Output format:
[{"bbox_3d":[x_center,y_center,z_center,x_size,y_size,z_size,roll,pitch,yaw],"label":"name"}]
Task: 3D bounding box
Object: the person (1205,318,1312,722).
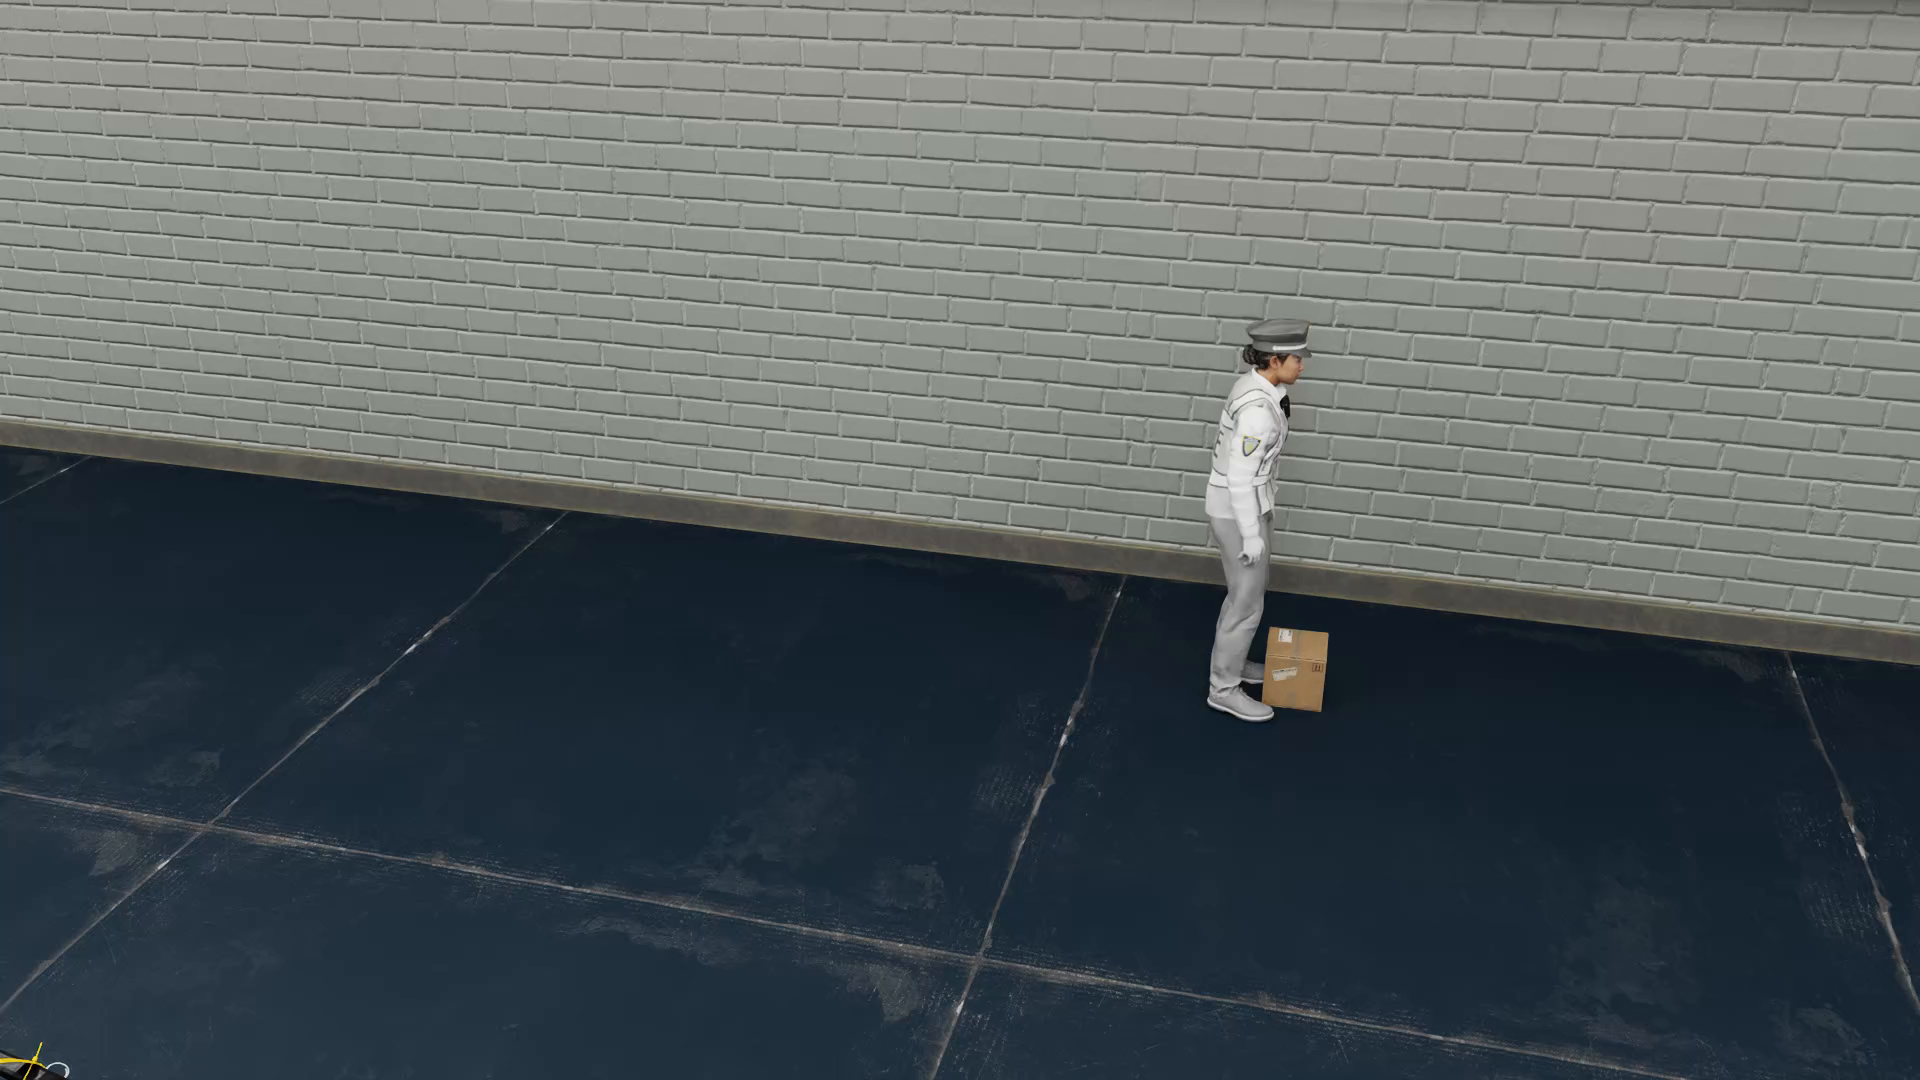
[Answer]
[{"bbox_3d":[1.191,-0.103,6.822,0.372,1.663,0.530,6,26,13],"label":"person"}]
